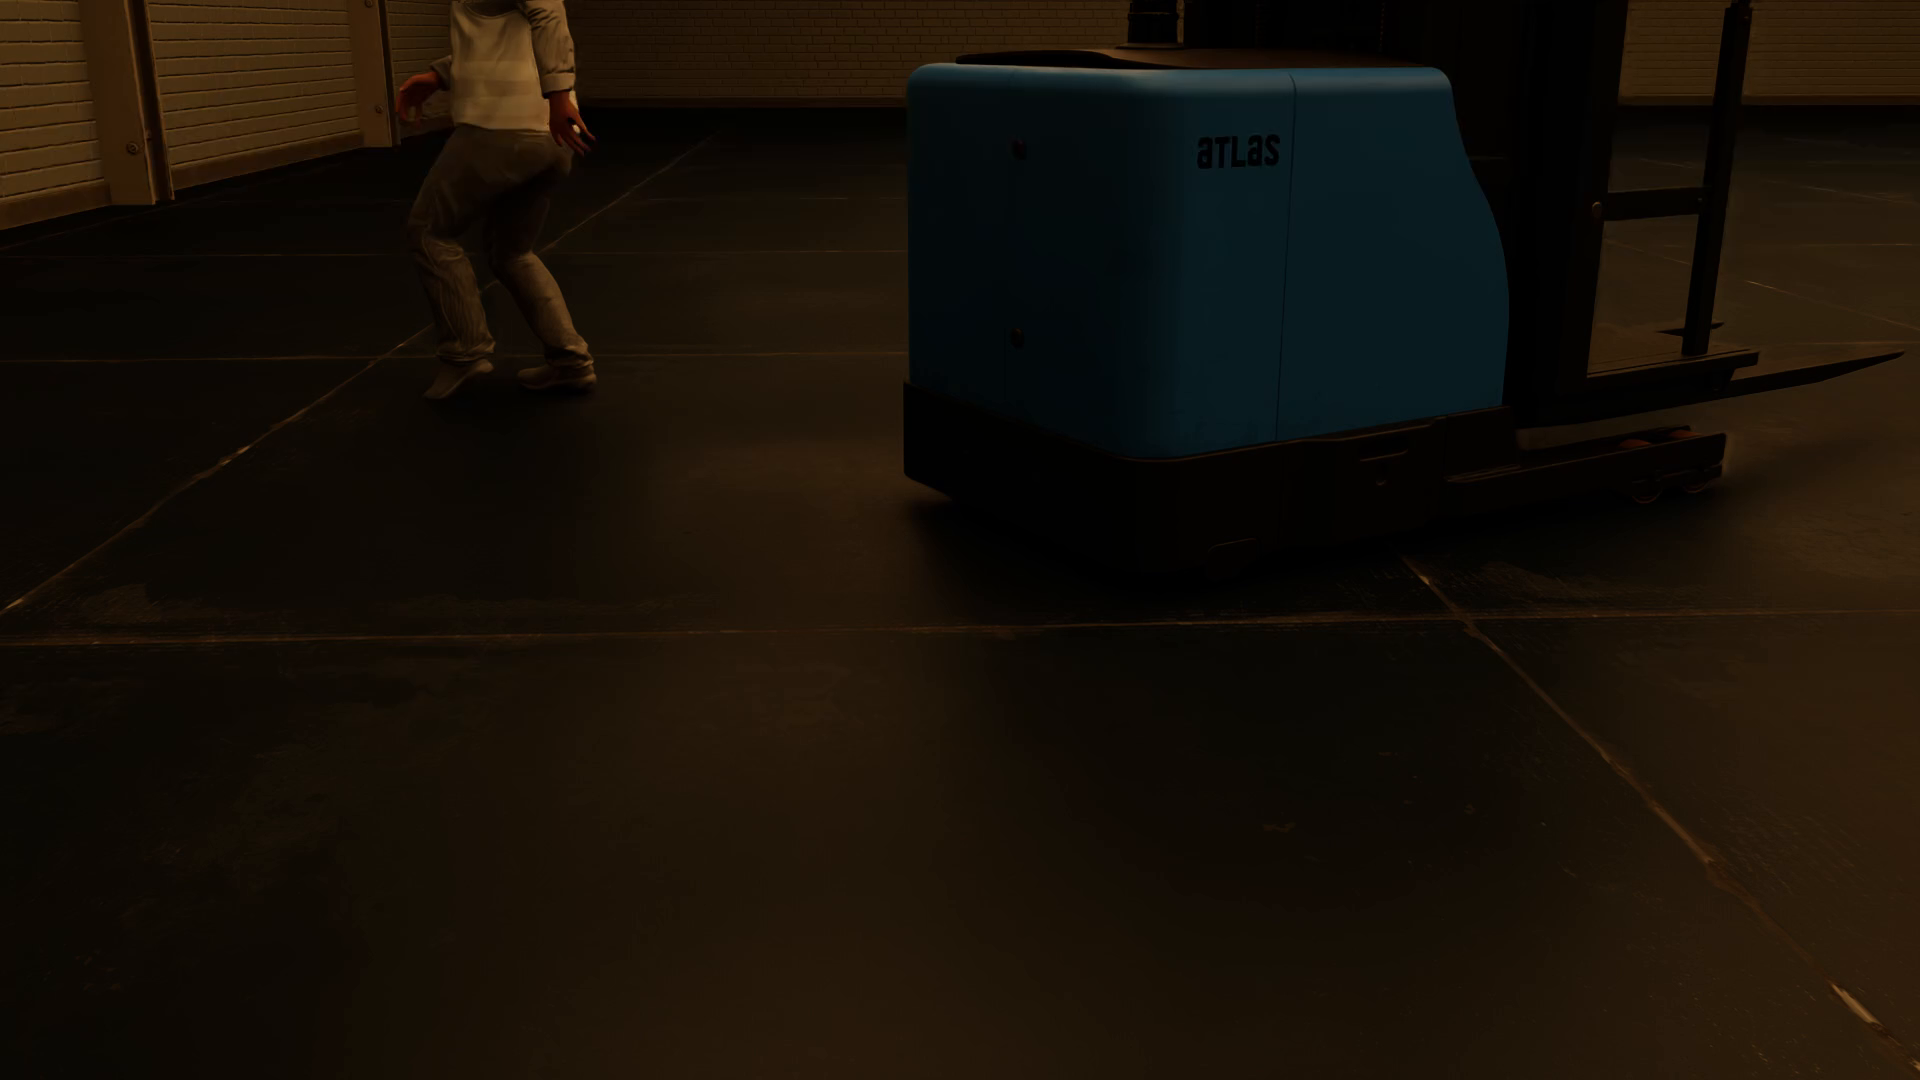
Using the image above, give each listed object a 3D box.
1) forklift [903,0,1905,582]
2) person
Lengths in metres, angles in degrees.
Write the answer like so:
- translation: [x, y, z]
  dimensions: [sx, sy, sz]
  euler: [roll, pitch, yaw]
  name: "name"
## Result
- translation: [1.386, -1.613, 4.179]
  dimensions: [3.031, 2.935, 1.130]
  euler: [-10, 20, -30]
  name: "forklift"
- translation: [-1.421, -1.277, 5.278]
  dimensions: [0.770, 1.771, 0.621]
  euler: [4, 17, 11]
  name: "person"
